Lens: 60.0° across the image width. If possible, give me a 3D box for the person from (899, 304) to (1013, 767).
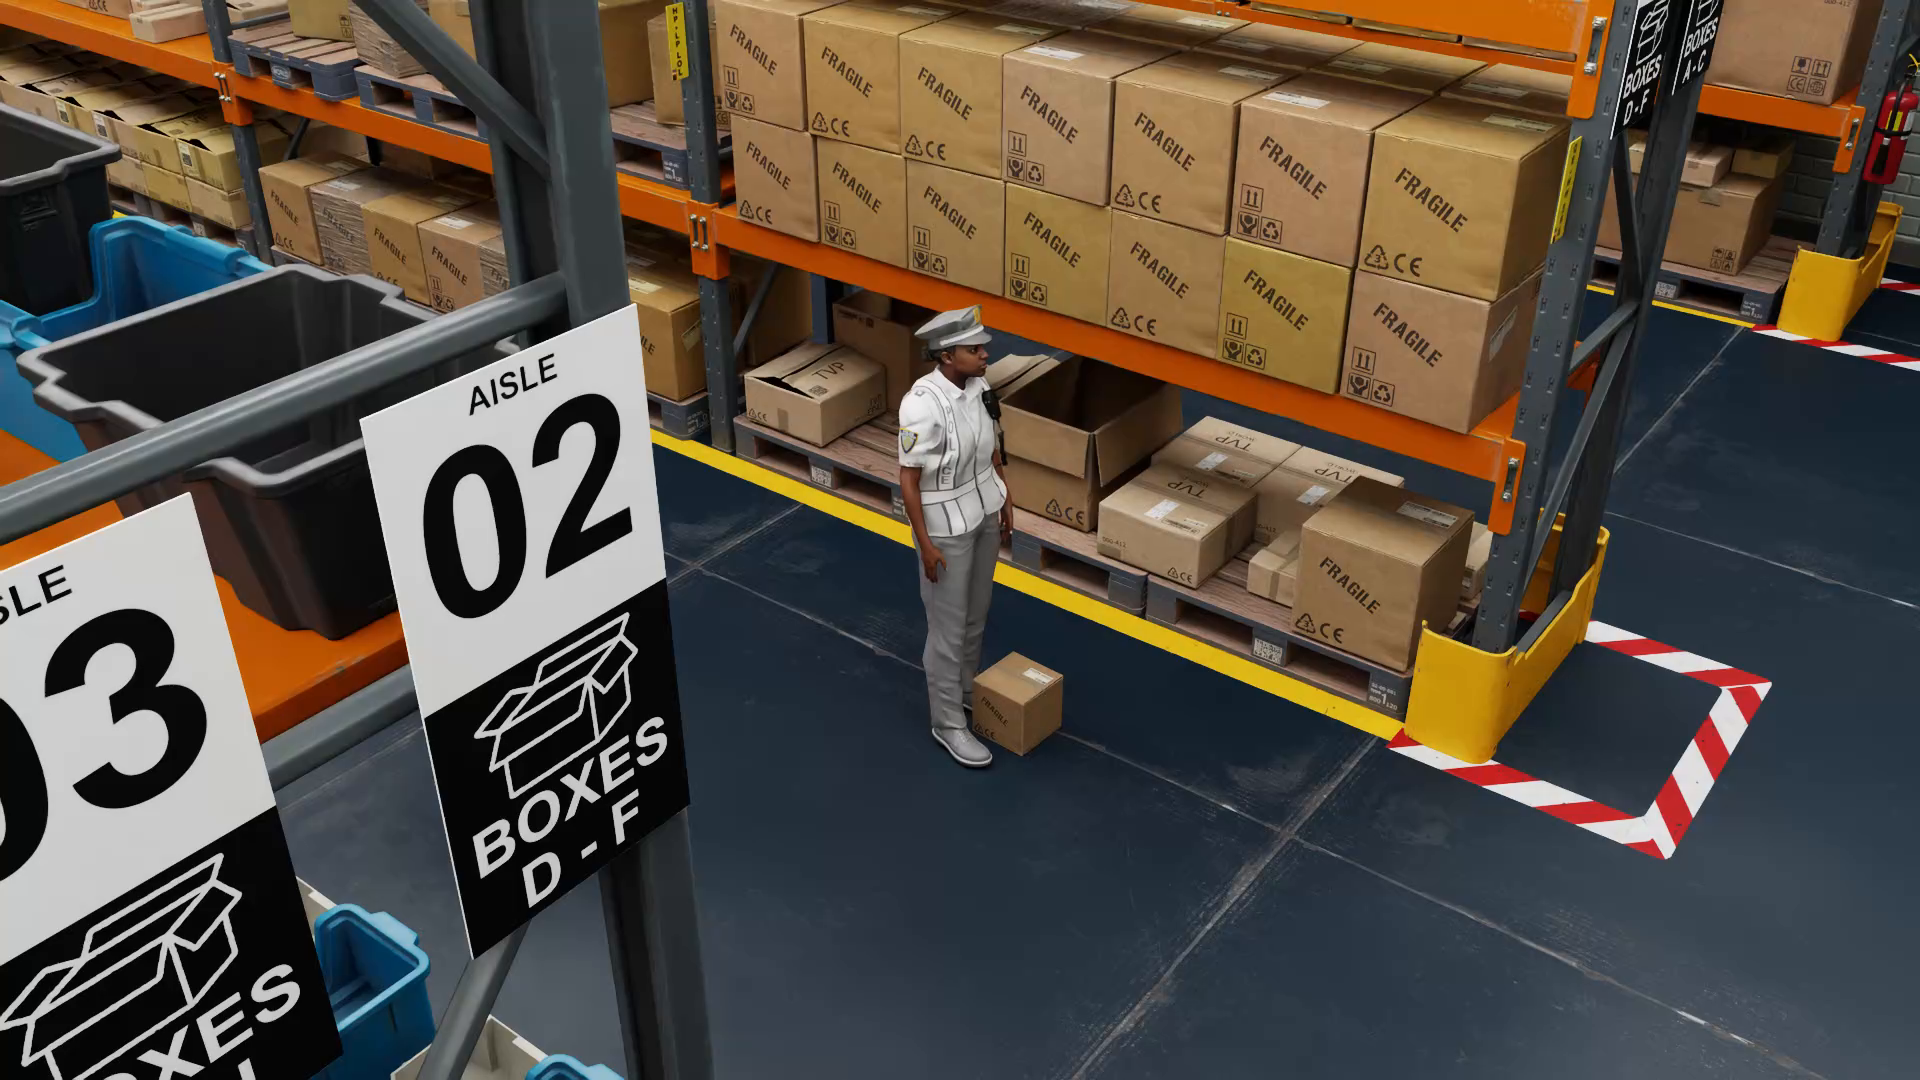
[{"bbox_3d":[0.039,-0.043,6.154,0.529,1.694,0.568,21,37,31],"label":"person"}]
